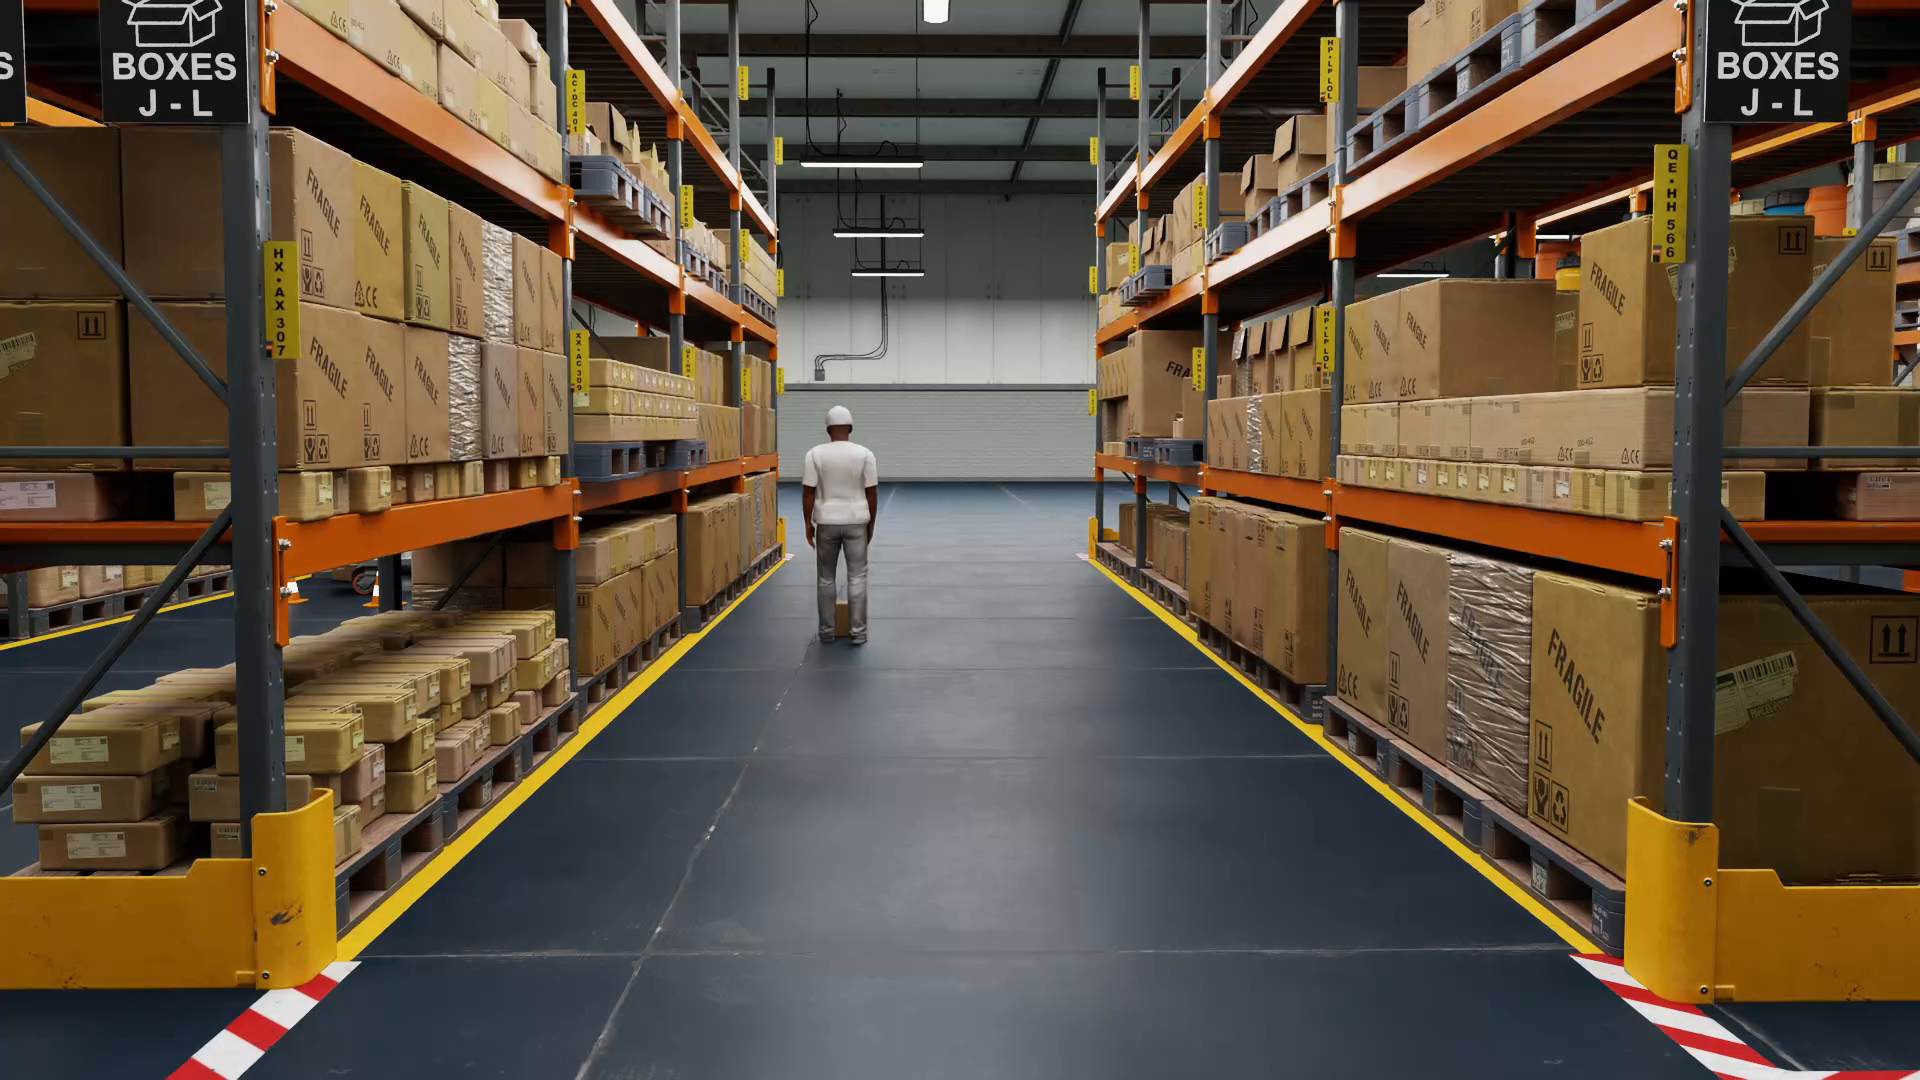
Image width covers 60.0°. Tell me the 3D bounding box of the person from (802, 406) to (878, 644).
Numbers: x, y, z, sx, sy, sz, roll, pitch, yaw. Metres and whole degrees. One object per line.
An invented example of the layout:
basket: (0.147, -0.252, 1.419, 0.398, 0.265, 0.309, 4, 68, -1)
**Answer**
person: (-0.890, -0.112, 12.392, 0.563, 1.765, 0.398, 0, 4, 0)
